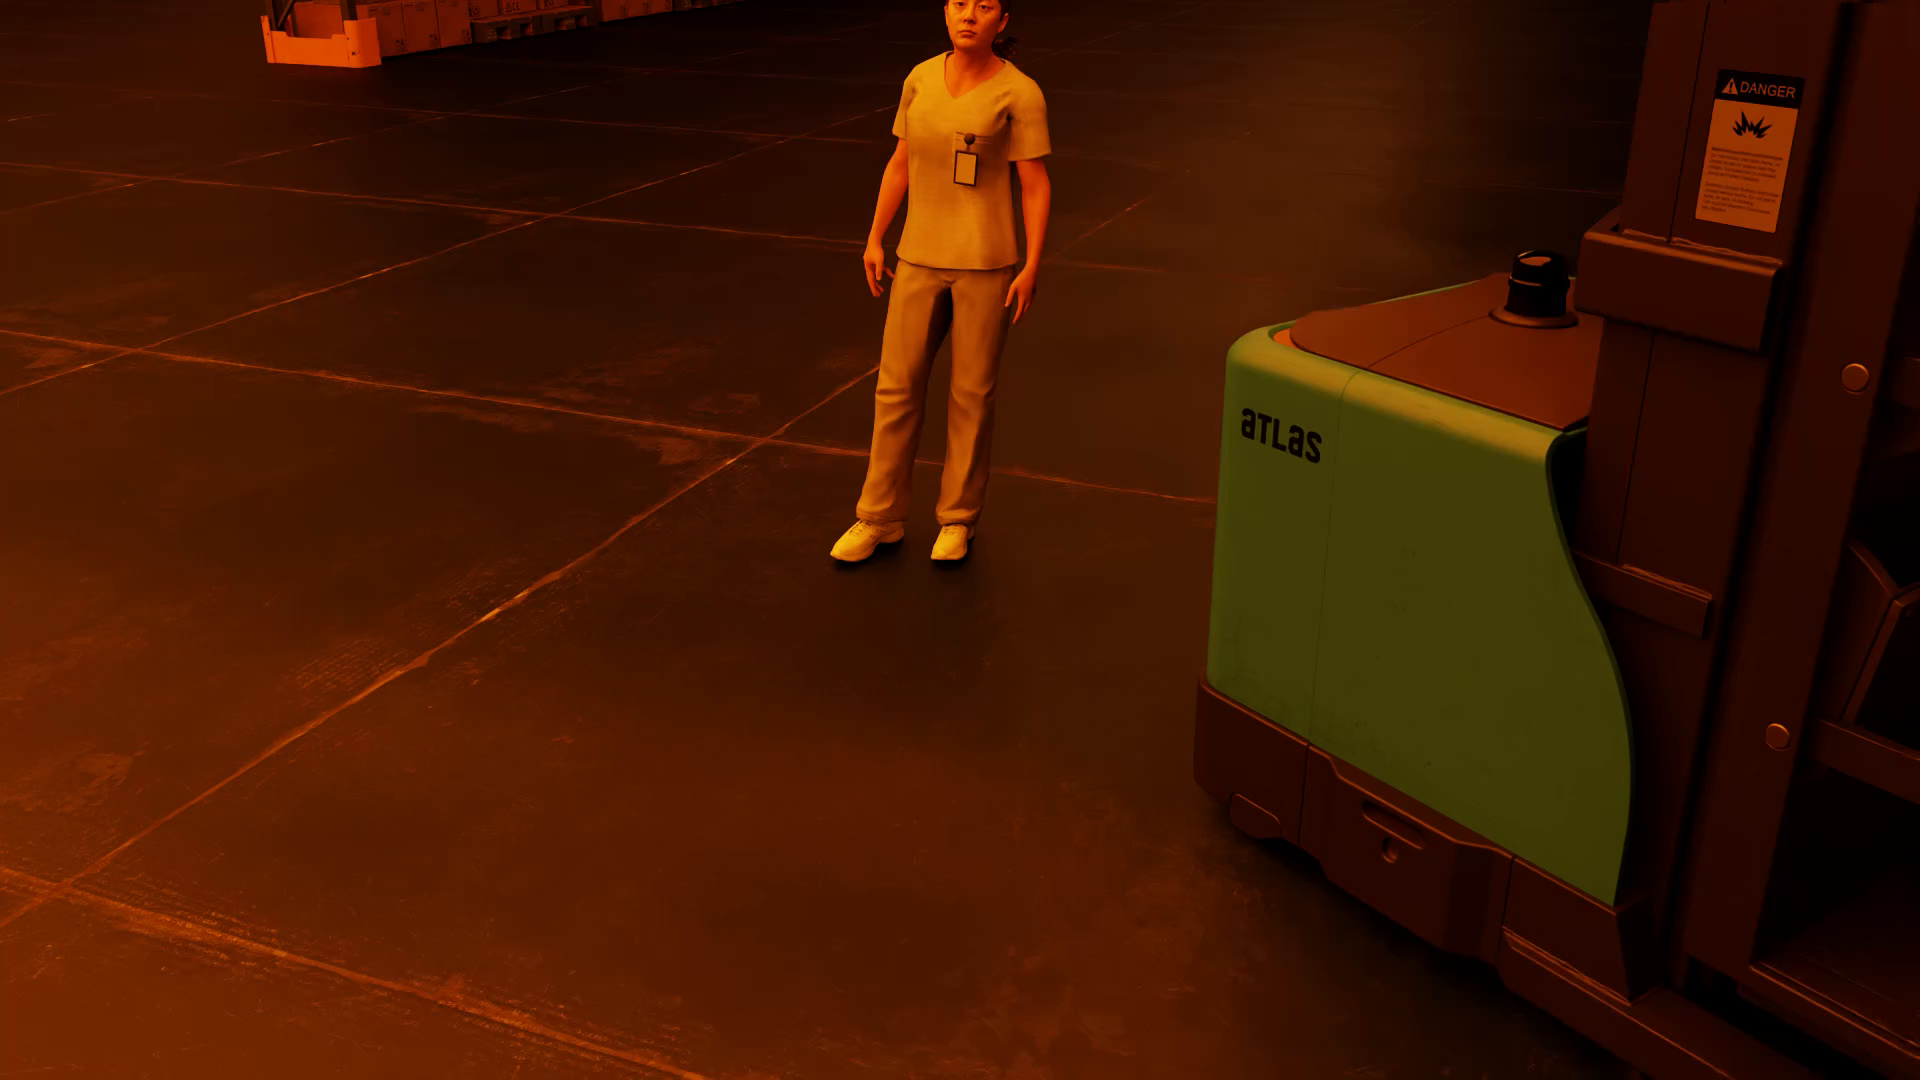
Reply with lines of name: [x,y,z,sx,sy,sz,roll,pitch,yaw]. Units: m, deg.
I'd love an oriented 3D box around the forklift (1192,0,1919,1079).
forklift: [1.780,-0.418,2.294,1.130,2.935,3.031,-16,27,-33]

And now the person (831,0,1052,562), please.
person: [-0.041,-0.756,4.709,0.549,1.674,0.548,9,24,21]
